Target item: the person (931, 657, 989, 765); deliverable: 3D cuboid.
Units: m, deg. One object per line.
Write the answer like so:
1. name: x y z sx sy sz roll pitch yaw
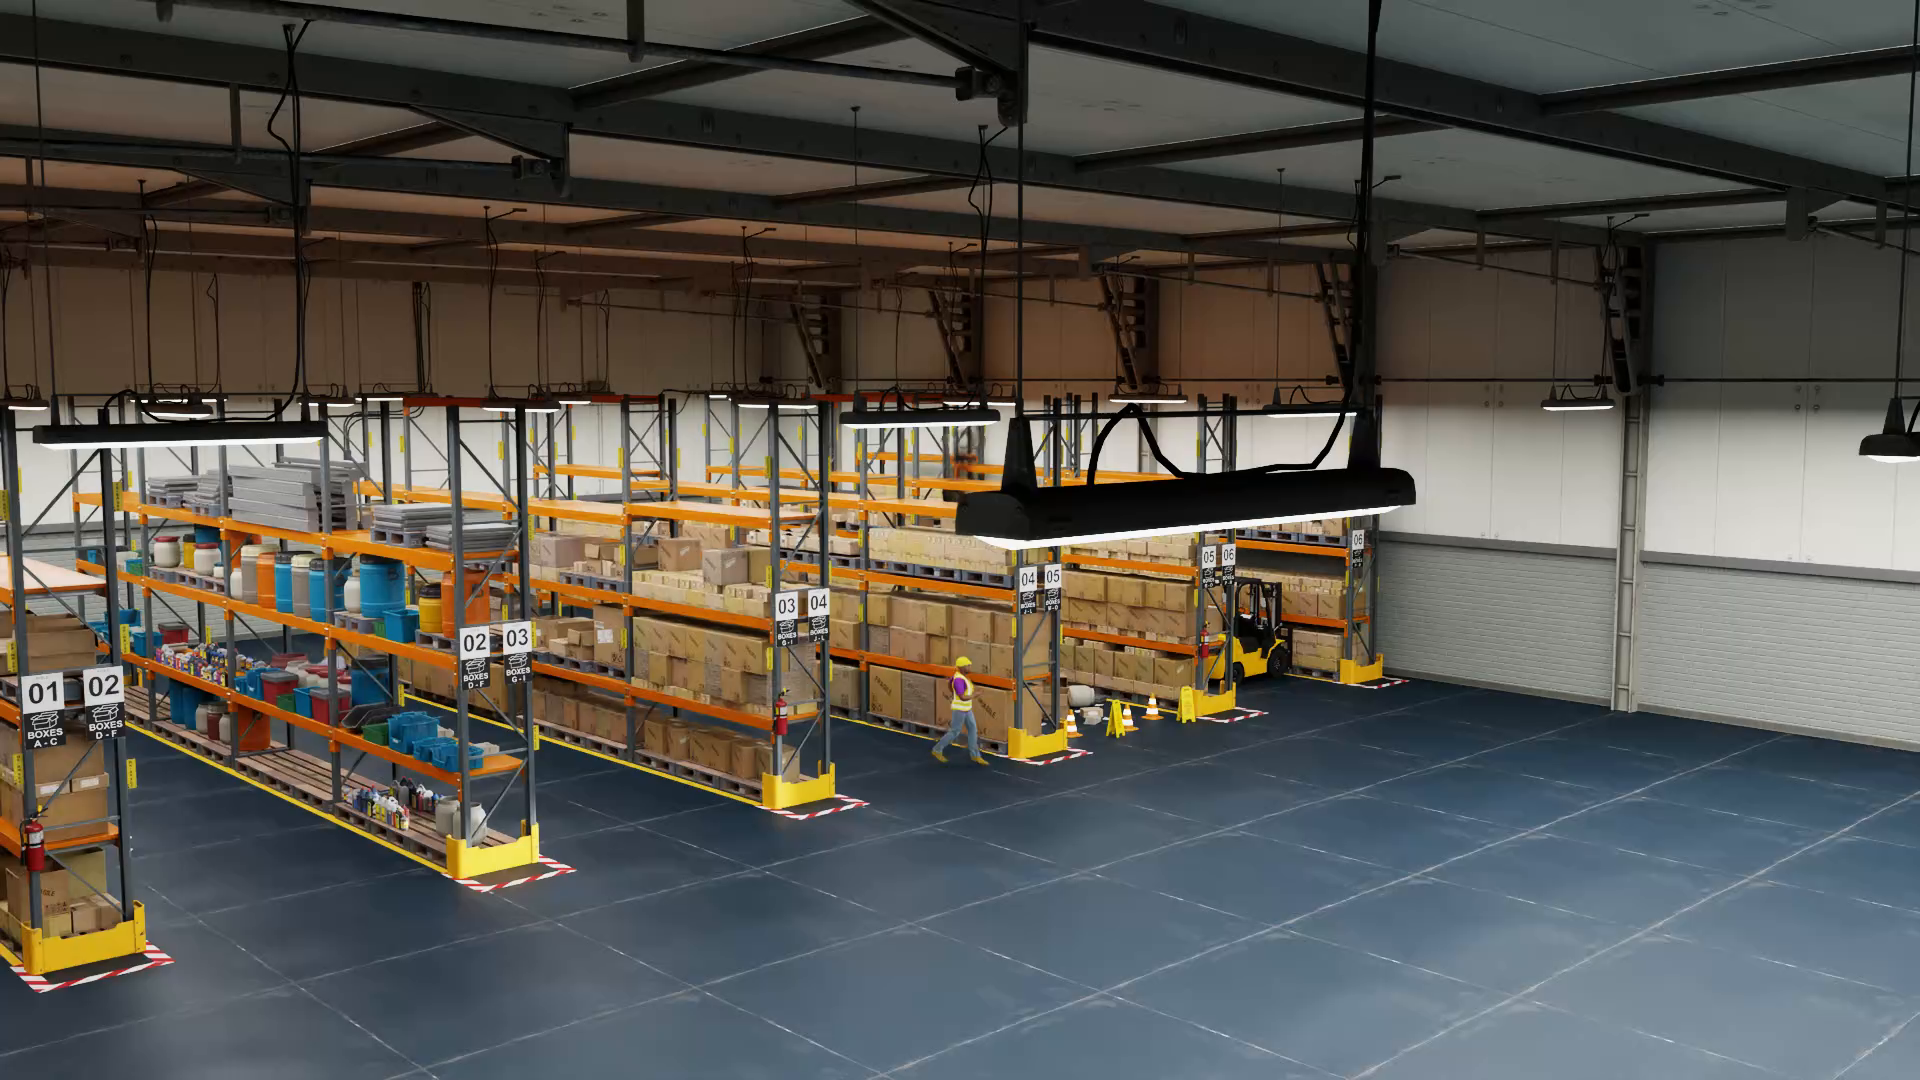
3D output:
1. person: 0.004 2.793 27.209 0.950 1.781 0.687 1 6 12

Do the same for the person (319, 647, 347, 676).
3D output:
1. person: -11.165 2.661 29.819 0.539 1.594 0.599 5 7 40

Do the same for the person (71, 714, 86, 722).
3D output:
1. person: -13.920 3.027 25.801 0.702 1.683 0.686 4 7 37
